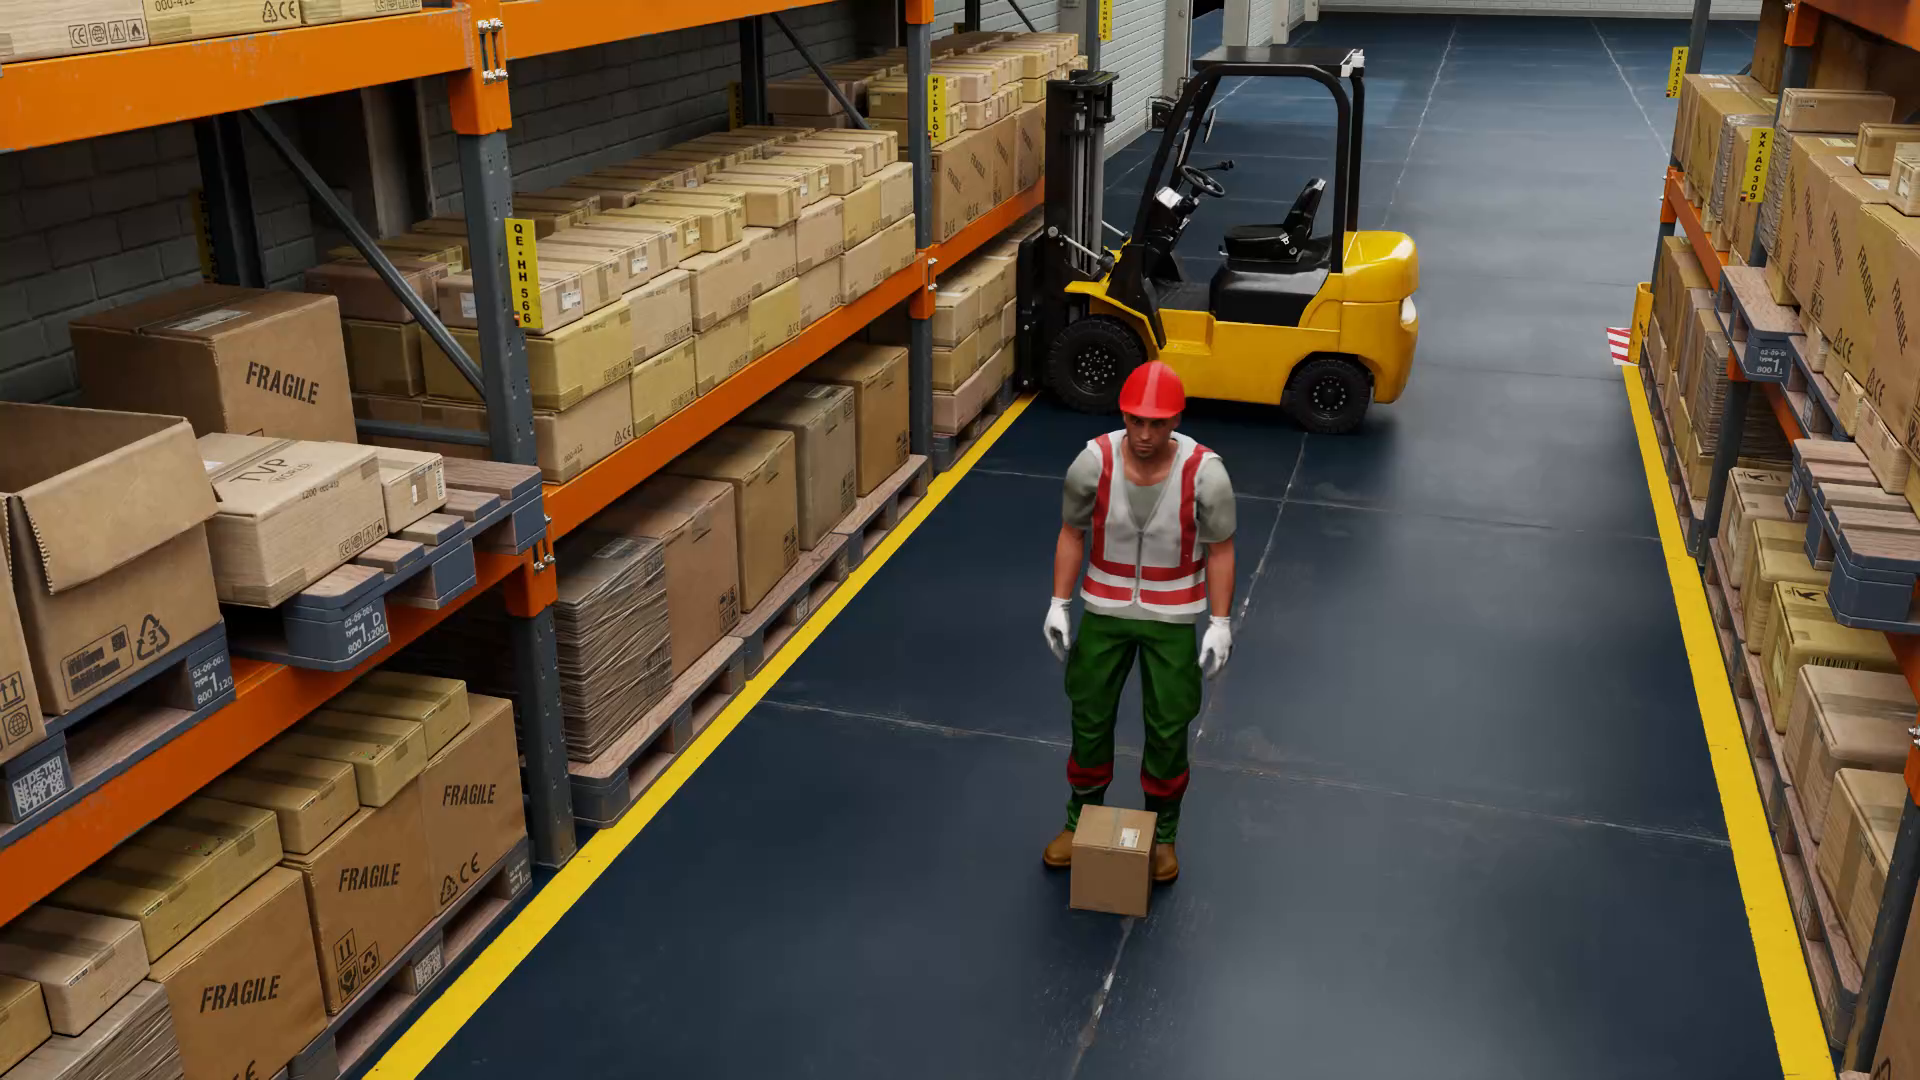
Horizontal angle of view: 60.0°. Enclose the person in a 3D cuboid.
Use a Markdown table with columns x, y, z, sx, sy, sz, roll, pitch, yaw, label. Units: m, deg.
| x | y | z | sx | sy | sz | roll | pitch | yaw | label |
| --- | --- | --- | --- | --- | --- | --- | --- | --- | --- |
| 0.580 | 0.268 | 5.396 | 0.620 | 1.779 | 0.454 | 6 | 22 | 14 | person |
